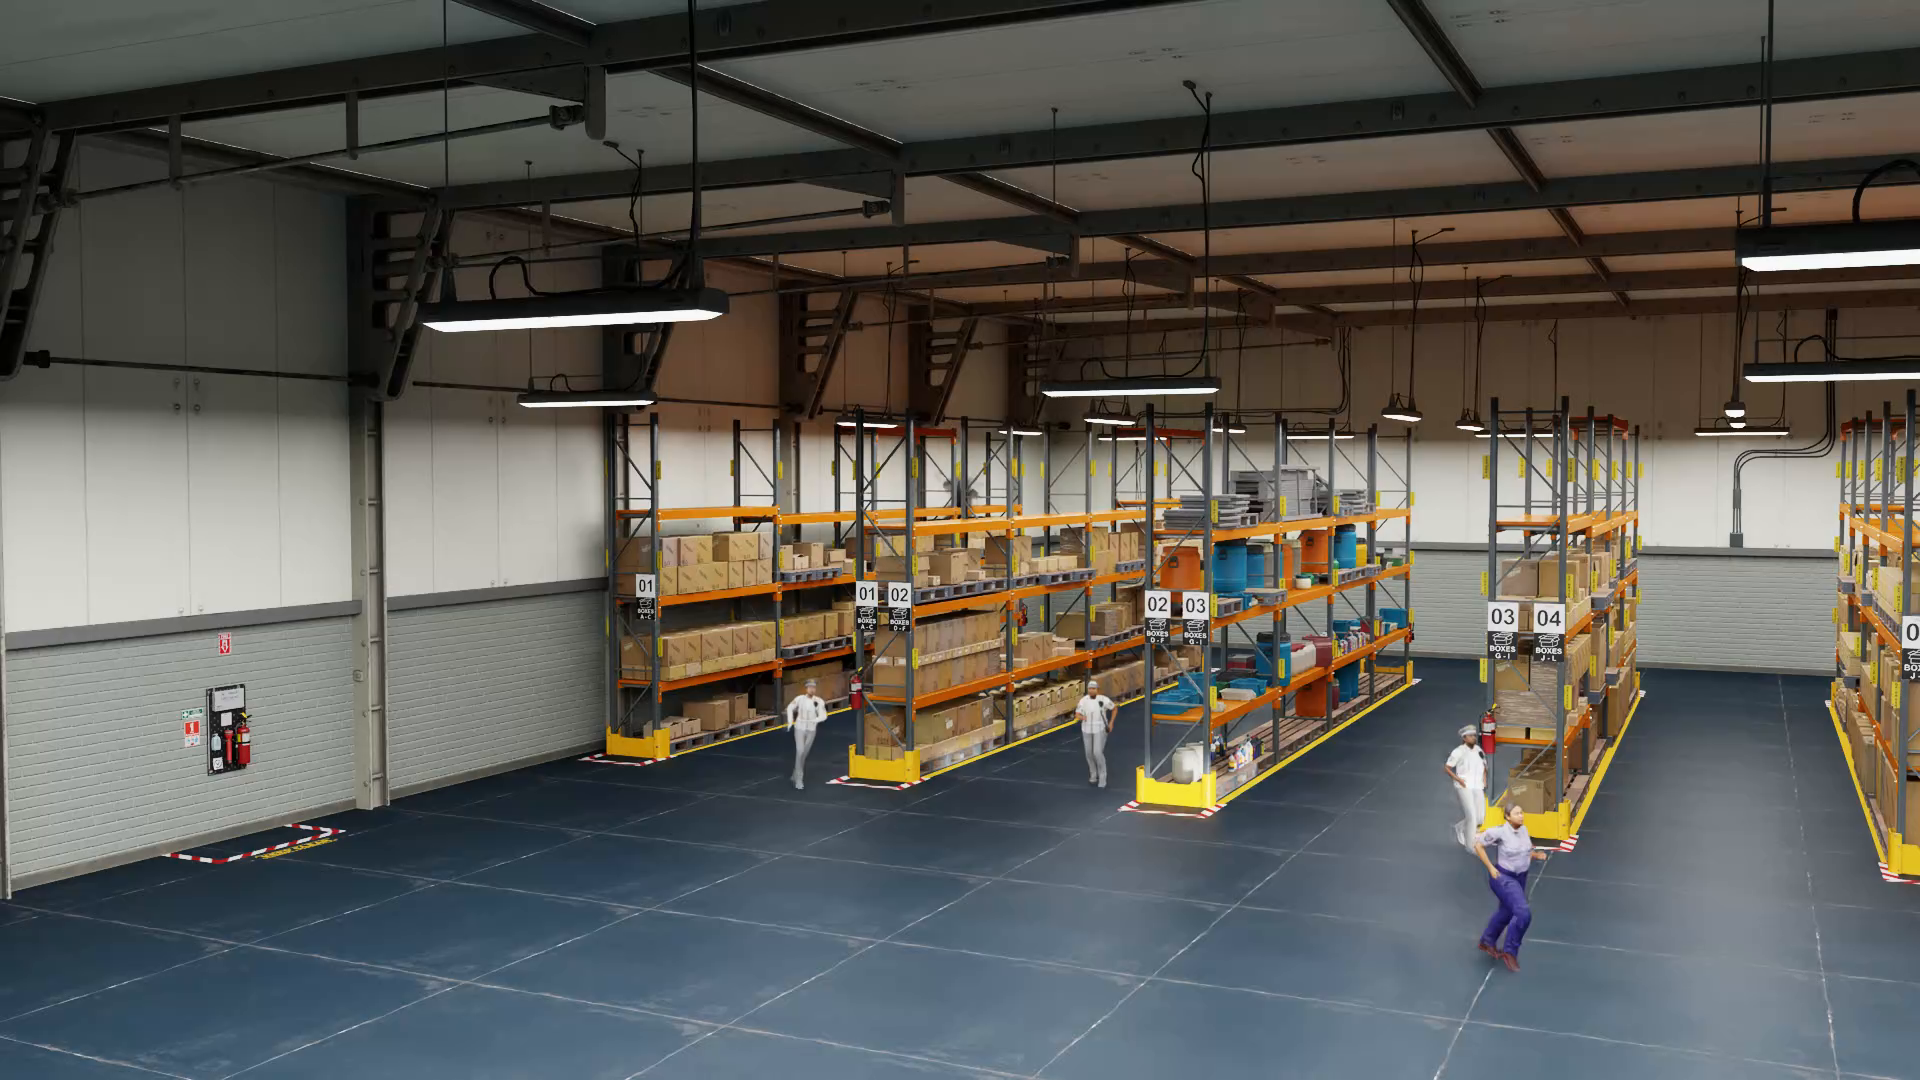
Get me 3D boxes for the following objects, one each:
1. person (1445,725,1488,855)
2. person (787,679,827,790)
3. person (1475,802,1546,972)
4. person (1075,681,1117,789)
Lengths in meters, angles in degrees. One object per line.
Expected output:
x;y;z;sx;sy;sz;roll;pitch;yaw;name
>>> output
6.682;3.271;21.872;0.603;1.699;0.604;-1;3;-20;person
-2.413;3.015;26.370;0.604;1.630;0.779;-1;2;-14;person
5.574;3.500;16.823;0.572;1.695;0.726;-2;3;-38;person
2.123;3.070;26.298;0.619;1.697;0.674;1;3;21;person
